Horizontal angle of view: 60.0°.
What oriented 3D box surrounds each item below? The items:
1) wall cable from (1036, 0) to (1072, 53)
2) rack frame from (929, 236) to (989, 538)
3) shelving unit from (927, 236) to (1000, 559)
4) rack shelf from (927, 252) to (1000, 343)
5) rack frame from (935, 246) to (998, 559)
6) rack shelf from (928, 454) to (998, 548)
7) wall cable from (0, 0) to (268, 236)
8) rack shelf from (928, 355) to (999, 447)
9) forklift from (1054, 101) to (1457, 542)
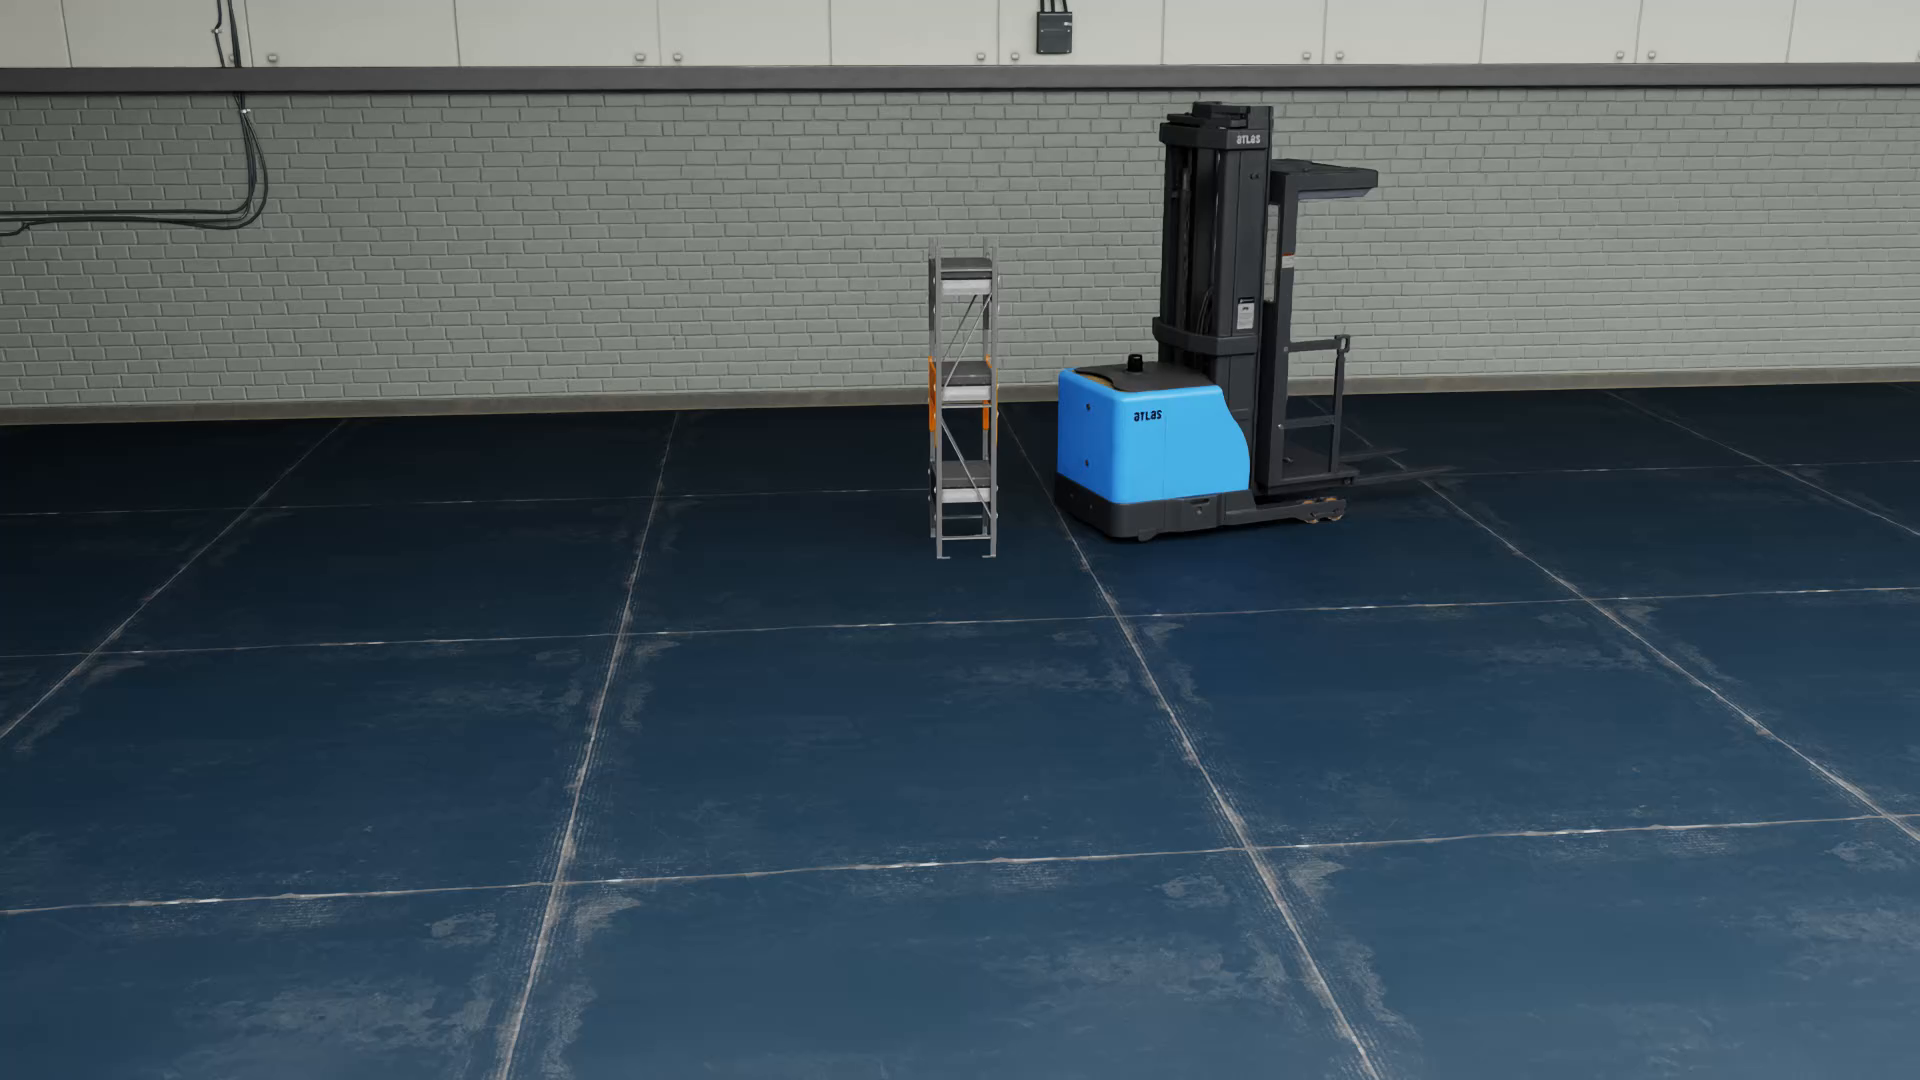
[{"bbox_3d":[1.841,-7.260,14.102,2.305,6.003,0.169,-2,18,-6],"label":"wall cable"},{"bbox_3d":[-0.008,-1.025,11.437,0.400,2.100,0.015,-2,18,-6],"label":"rack frame"},{"bbox_3d":[0.017,-0.952,11.205,0.431,2.100,0.503,-2,18,-6],"label":"shelving unit"},{"bbox_3d":[0.017,-1.607,11.000,0.431,0.518,0.480,-2,18,-6],"label":"rack shelf"},{"bbox_3d":[0.042,-0.880,10.974,0.400,2.100,0.015,-2,18,-6],"label":"rack frame"},{"bbox_3d":[0.017,-0.272,11.419,0.431,0.518,0.480,-2,18,-6],"label":"rack shelf"},{"bbox_3d":[-7.604,-3.868,14.157,3.097,2.526,0.112,-2,18,-6],"label":"wall cable"},{"bbox_3d":[0.017,-0.939,11.210,0.431,0.518,0.480,-2,18,-6],"label":"rack shelf"},{"bbox_3d":[2.267,-1.654,12.053,3.031,2.935,1.130,-7,19,-21],"label":"forklift"}]
